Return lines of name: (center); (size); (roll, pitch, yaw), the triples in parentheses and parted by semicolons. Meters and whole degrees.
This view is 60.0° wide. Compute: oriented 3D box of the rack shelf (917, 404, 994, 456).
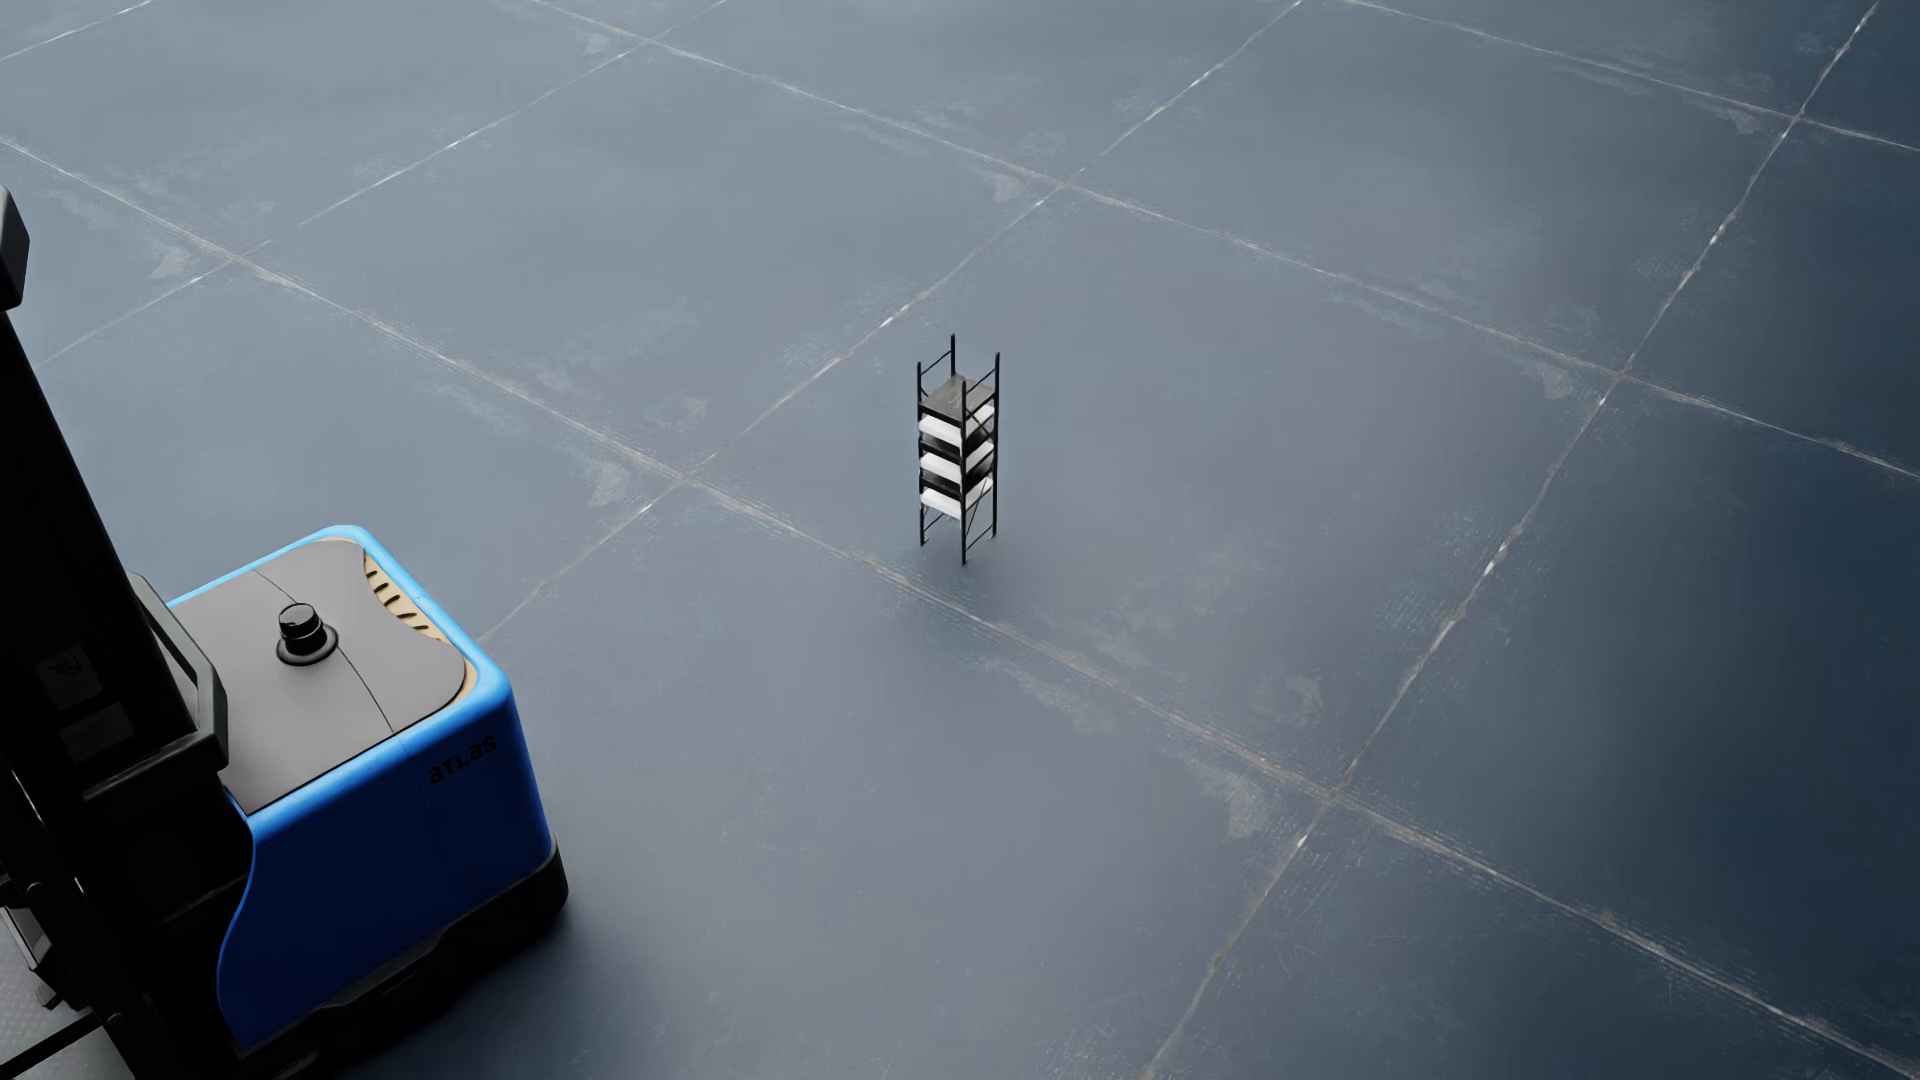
rack shelf: (-0.007, -0.448, 6.356); (0.200, 0.077, 0.258); (25, 48, 25)

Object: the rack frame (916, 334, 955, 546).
rack frame: (-0.090, -0.377, 6.497); (0.006, 0.900, 0.240); (25, 48, 25)

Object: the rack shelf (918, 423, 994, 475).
rack shelf: (-0.007, -0.381, 6.416); (0.200, 0.077, 0.258); (25, 48, 25)

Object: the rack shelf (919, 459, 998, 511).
rack shelf: (-0.007, -0.247, 6.536); (0.200, 0.077, 0.258); (25, 48, 25)

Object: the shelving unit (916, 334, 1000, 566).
shelving unit: (-0.007, -0.338, 6.453); (0.210, 0.900, 0.258); (25, 48, 25)

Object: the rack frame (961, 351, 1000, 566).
rack frame: (0.077, -0.300, 6.410); (0.006, 0.900, 0.240); (25, 48, 25)

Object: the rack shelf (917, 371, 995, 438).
rack shelf: (-0.007, -0.515, 6.296); (0.200, 0.077, 0.258); (25, 48, 25)

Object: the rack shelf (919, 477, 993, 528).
rack shelf: (-0.007, -0.179, 6.596); (0.200, 0.077, 0.258); (25, 48, 25)

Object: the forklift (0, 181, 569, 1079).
forklift: (-2.695, 0.530, 3.960); (3.031, 2.935, 1.130); (-31, 50, -30)

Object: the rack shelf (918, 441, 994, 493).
rack shelf: (-0.007, -0.314, 6.476); (0.200, 0.077, 0.258); (25, 48, 25)
